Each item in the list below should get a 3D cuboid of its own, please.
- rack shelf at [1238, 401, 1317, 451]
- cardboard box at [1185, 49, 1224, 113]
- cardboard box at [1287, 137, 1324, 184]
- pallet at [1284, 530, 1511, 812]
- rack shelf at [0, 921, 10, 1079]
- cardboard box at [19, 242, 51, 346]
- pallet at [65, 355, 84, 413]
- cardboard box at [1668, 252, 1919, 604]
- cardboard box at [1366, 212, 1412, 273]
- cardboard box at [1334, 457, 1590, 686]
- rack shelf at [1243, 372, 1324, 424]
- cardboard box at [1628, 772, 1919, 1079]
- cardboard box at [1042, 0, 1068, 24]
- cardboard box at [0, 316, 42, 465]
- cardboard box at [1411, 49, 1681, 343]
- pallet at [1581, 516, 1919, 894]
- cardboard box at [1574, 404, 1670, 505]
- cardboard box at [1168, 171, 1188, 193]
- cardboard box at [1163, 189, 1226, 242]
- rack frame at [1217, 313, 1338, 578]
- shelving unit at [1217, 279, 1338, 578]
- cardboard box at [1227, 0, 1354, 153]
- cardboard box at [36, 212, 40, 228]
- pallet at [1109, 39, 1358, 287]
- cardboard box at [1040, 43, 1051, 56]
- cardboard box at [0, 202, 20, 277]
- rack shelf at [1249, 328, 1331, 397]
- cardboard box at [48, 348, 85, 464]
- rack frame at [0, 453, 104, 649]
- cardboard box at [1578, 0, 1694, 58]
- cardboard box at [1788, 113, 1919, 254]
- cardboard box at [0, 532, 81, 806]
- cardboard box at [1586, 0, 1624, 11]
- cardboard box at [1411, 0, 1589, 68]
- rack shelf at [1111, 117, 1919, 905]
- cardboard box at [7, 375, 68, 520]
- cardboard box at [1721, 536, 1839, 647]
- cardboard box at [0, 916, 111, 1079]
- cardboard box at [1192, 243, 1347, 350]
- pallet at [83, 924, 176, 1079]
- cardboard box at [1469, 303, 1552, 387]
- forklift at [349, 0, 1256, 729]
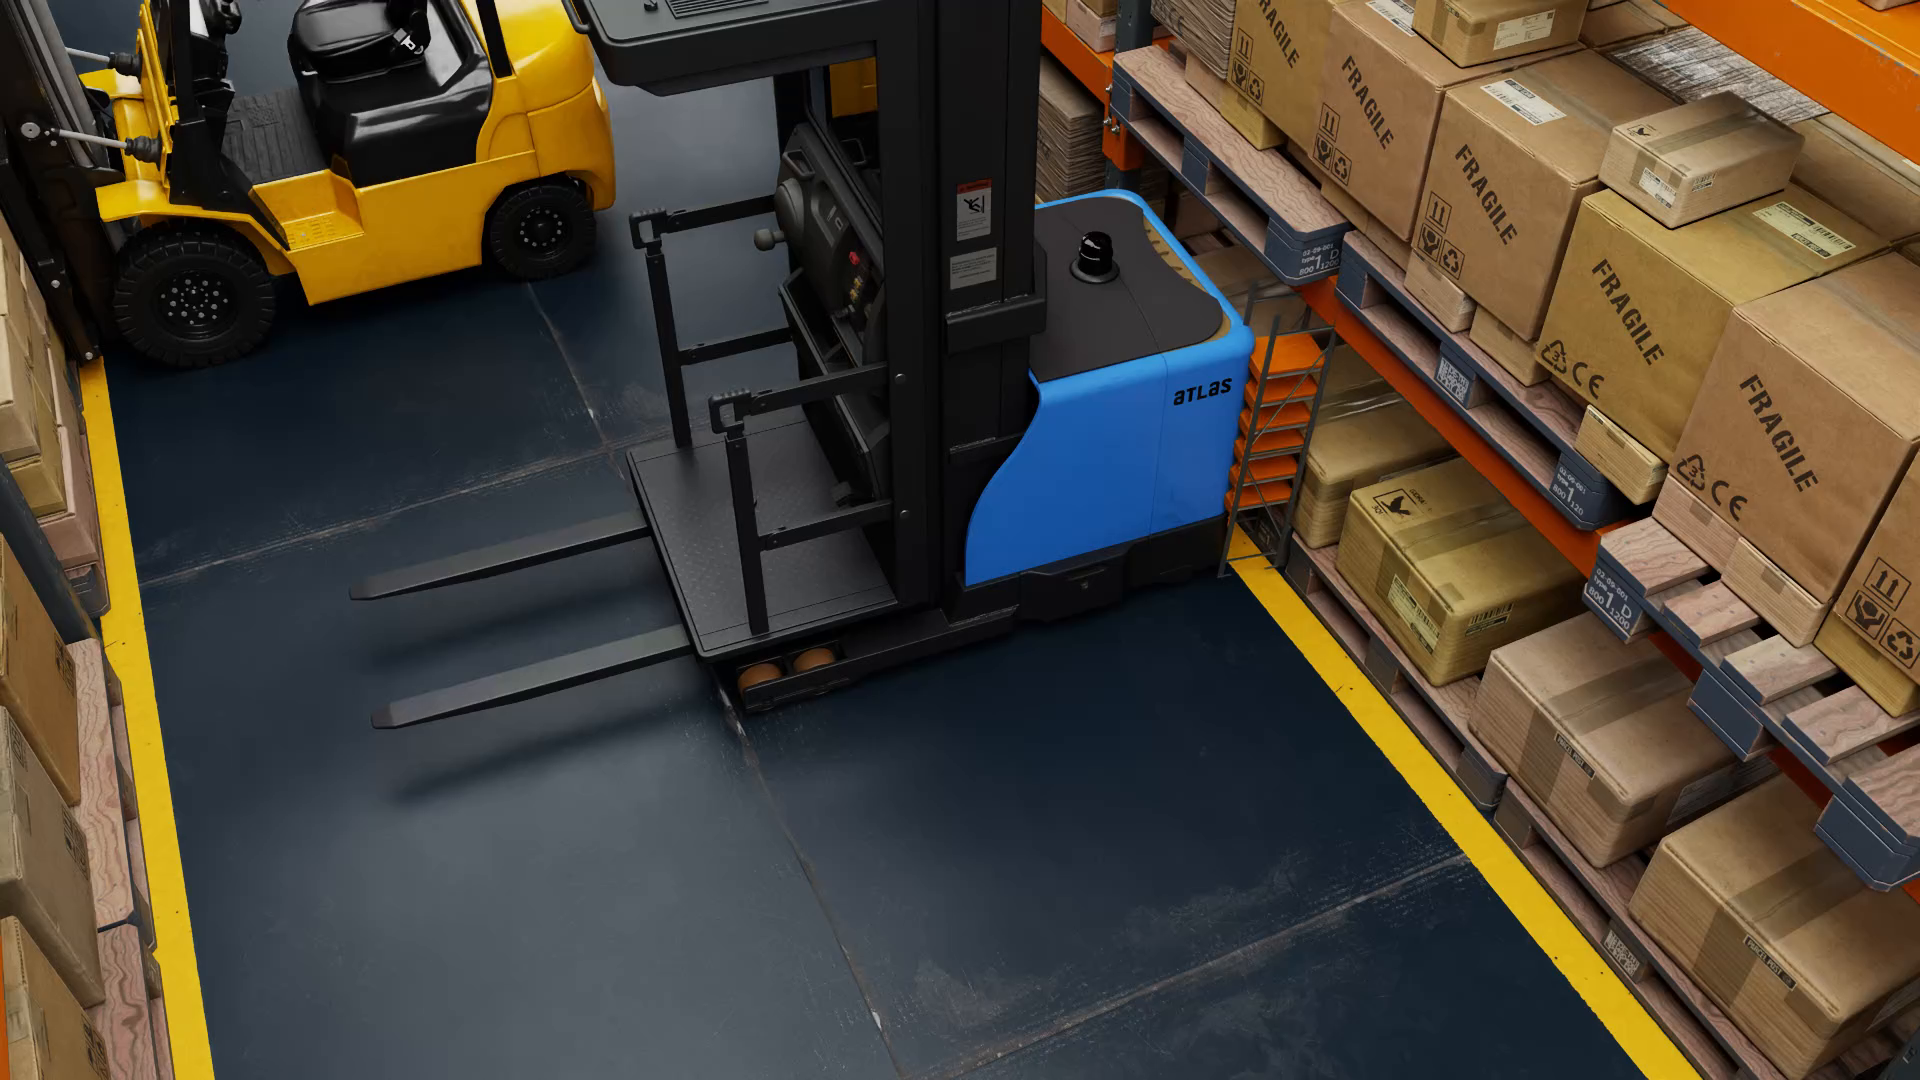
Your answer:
[{"bbox_3d":[1.052,-0.418,5.651,0.258,0.103,0.180,-10,47,-12],"label":"rack shelf"},{"bbox_3d":[0.989,-1.602,5.617,0.380,0.149,0.250,-17,47,-17],"label":"cardboard box"},{"bbox_3d":[1.275,-1.282,5.293,0.380,0.149,0.250,-15,47,-15],"label":"cardboard box"},{"bbox_3d":[1.889,0.280,5.816,1.003,0.211,1.213,-18,47,-17],"label":"pallet"},{"bbox_3d":[-2.618,1.012,3.601,1.077,0.370,4.000,-18,47,-17],"label":"rack shelf"},{"bbox_3d":[-3.796,-0.911,6.340,0.500,0.250,0.500,-18,48,-18],"label":"cardboard box"},{"bbox_3d":[-4.272,-0.824,6.935,1.003,0.211,1.213,-18,47,-17],"label":"pallet"},{"bbox_3d":[2.055,-0.263,3.799,0.500,0.500,0.500,-19,48,-18],"label":"cardboard box"},{"bbox_3d":[1.447,-0.948,4.954,0.380,0.149,0.250,-18,47,-17],"label":"cardboard box"},{"bbox_3d":[1.866,0.032,5.654,0.950,0.372,0.625,-17,47,-16],"label":"cardboard box"},{"bbox_3d":[1.057,-0.502,5.565,0.258,0.103,0.180,-10,47,-12],"label":"rack shelf"},{"bbox_3d":[2.497,0.985,4.688,0.950,0.372,0.625,-21,48,-20],"label":"cardboard box"},{"bbox_3d":[0.521,-2.169,6.492,0.380,0.149,0.250,-17,47,-17],"label":"cardboard box"},{"bbox_3d":[-3.377,-0.446,5.514,0.500,0.250,0.500,-19,48,-18],"label":"cardboard box"},{"bbox_3d":[1.613,-0.932,4.477,0.500,0.500,0.500,-20,48,-19],"label":"cardboard box"},{"bbox_3d":[2.329,0.208,4.041,1.213,0.211,1.003,-18,47,-17],"label":"pallet"},{"bbox_3d":[1.822,-0.268,4.266,0.380,0.149,0.250,-17,47,-17],"label":"cardboard box"},{"bbox_3d":[1.040,-1.880,7.145,0.500,0.500,0.500,-16,47,-16],"label":"cardboard box"},{"bbox_3d":[1.040,-1.614,7.408,0.500,0.250,0.500,-20,48,-19],"label":"cardboard box"},{"bbox_3d":[1.074,-0.302,5.644,0.240,1.200,0.006,-10,47,-12],"label":"rack frame"},{"bbox_3d":[1.049,-0.366,5.705,0.258,1.200,0.189,-10,47,-12],"label":"shelving unit"},{"bbox_3d":[1.191,-1.576,5.129,0.500,0.500,0.500,-18,47,-17],"label":"cardboard box"},{"bbox_3d":[-4.015,-1.067,6.854,0.500,0.250,0.500,-17,47,-16],"label":"cardboard box"},{"bbox_3d":[1.233,-1.389,5.658,1.003,0.211,1.213,-18,47,-17],"label":"pallet"},{"bbox_3d":[0.336,-2.046,7.313,0.500,0.500,0.500,-17,47,-17],"label":"cardboard box"},{"bbox_3d":[-3.803,-1.089,6.165,0.500,0.250,0.500,-17,47,-16],"label":"cardboard box"},{"bbox_3d":[1.062,-0.586,5.480,0.258,0.103,0.180,-10,47,-12],"label":"rack shelf"},{"bbox_3d":[-3.589,-0.415,6.193,0.500,0.250,0.500,-19,48,-18],"label":"cardboard box"},{"bbox_3d":[-3.459,-0.519,4.640,1.000,3.000,0.127,-18,47,-17],"label":"rack frame"},{"bbox_3d":[1.867,-1.405,4.957,0.500,0.500,0.500,-17,47,-16],"label":"cardboard box"},{"bbox_3d":[2.291,-0.751,4.293,0.500,0.500,0.500,-17,47,-17],"label":"cardboard box"},{"bbox_3d":[-3.229,0.506,4.993,0.875,0.625,0.625,-16,47,-16],"label":"cardboard box"},{"bbox_3d":[1.881,-1.678,4.771,0.380,0.149,0.250,-20,48,-19],"label":"cardboard box"},{"bbox_3d":[1.470,-1.443,4.533,0.380,0.149,0.250,-16,47,-15],"label":"cardboard box"},{"bbox_3d":[1.884,-0.457,5.089,1.077,0.370,4.000,-18,47,-17],"label":"rack shelf"},{"bbox_3d":[-3.382,-0.267,5.688,0.500,0.250,0.500,-18,47,-18],"label":"cardboard box"},{"bbox_3d":[2.049,0.066,3.928,0.380,0.149,0.250,-18,48,-18],"label":"cardboard box"},{"bbox_3d":[-2.592,1.481,4.005,0.875,0.625,0.625,-20,48,-19],"label":"cardboard box"},{"bbox_3d":[1.266,-0.868,6.566,0.950,0.372,0.625,-17,47,-17],"label":"cardboard box"},{"bbox_3d":[-2.597,1.710,4.366,1.003,0.211,1.213,-18,47,-17],"label":"pallet"},{"bbox_3d":[1.651,-0.602,4.604,0.380,0.149,0.250,-19,48,-19],"label":"cardboard box"},{"bbox_3d":[-0.587,-0.884,5.059,3.031,2.935,1.130,-15,47,-15],"label":"forklift"}]
